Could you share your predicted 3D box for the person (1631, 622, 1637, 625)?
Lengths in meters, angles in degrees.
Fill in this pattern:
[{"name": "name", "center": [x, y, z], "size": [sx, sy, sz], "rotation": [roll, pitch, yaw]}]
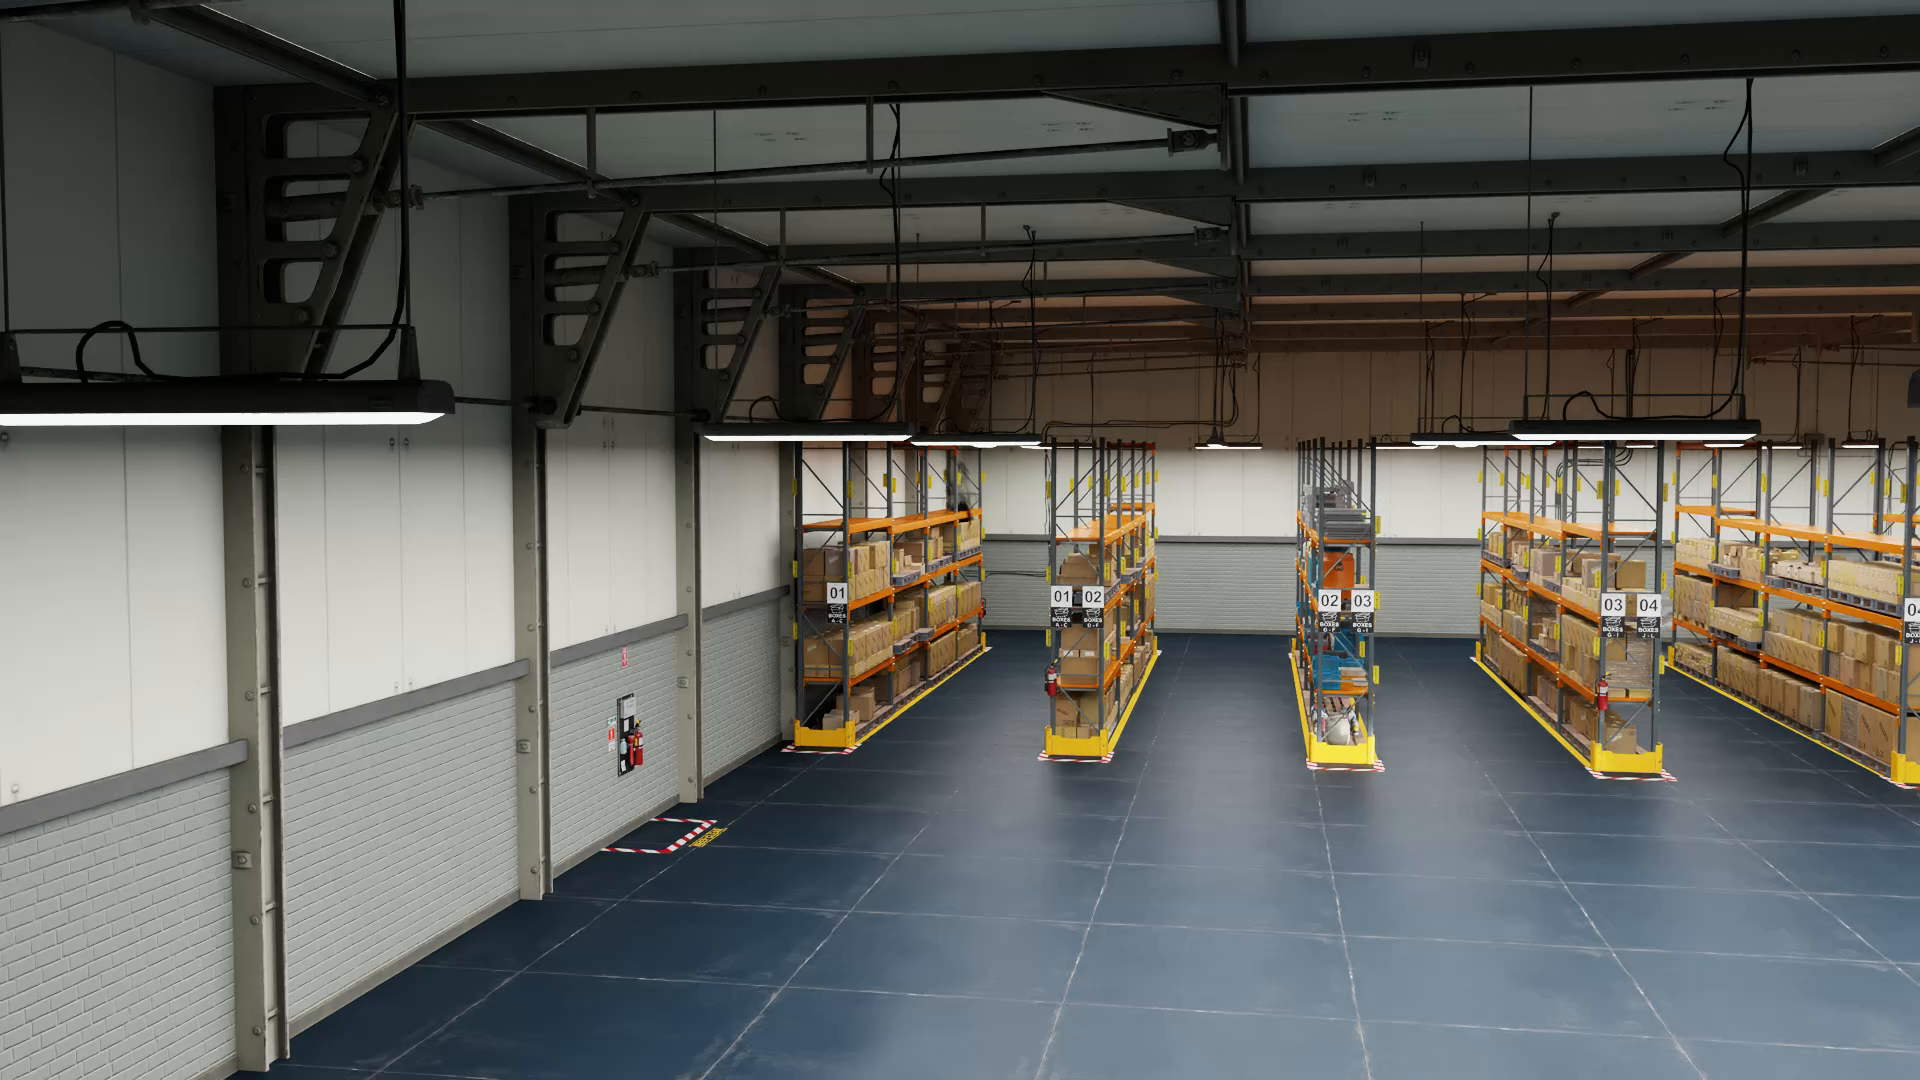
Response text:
[{"name": "person", "center": [18.147, 2.473, 44.926], "size": [0.897, 1.748, 0.728], "rotation": [-2, 4, -38]}]
